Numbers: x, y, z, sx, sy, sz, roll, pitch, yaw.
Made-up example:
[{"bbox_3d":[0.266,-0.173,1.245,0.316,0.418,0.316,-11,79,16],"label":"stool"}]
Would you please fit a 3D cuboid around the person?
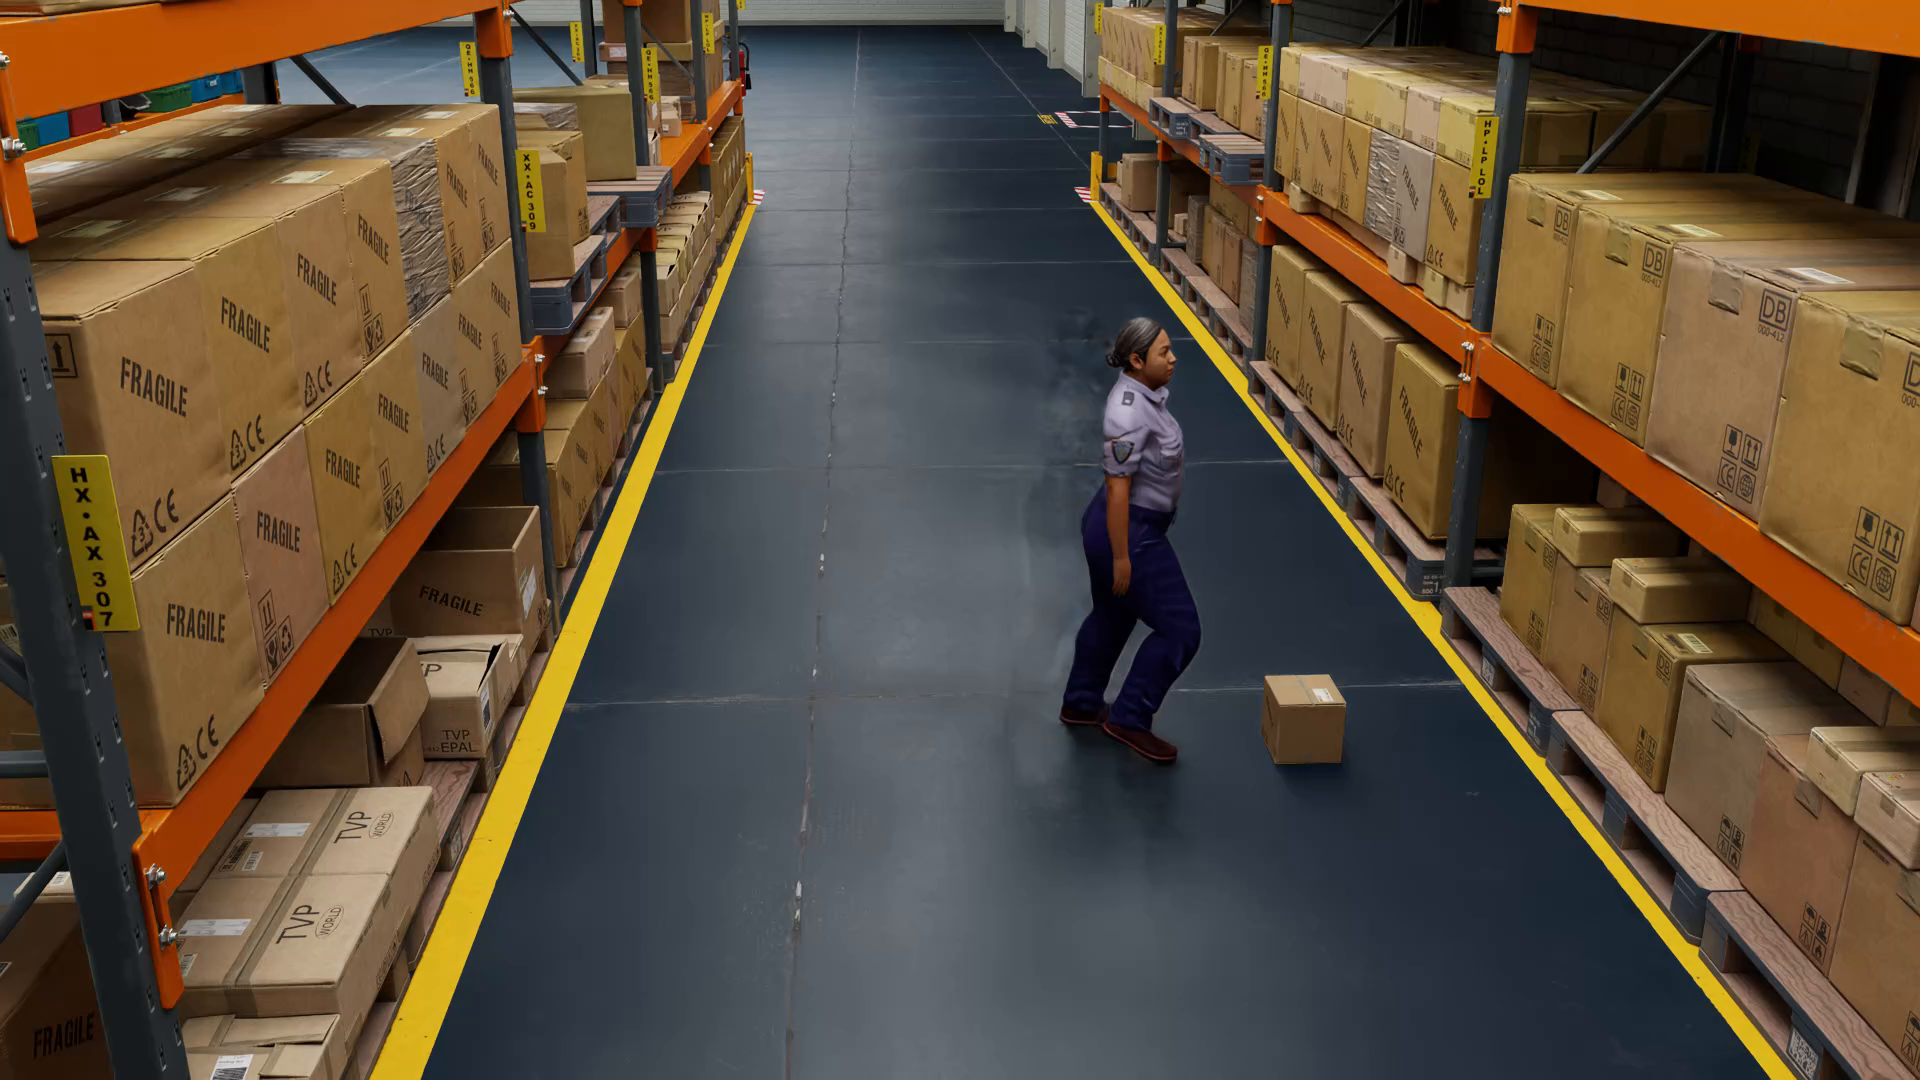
[{"bbox_3d":[0.633,-0.008,6.081,0.515,1.627,0.491,2,21,6],"label":"person"}]
